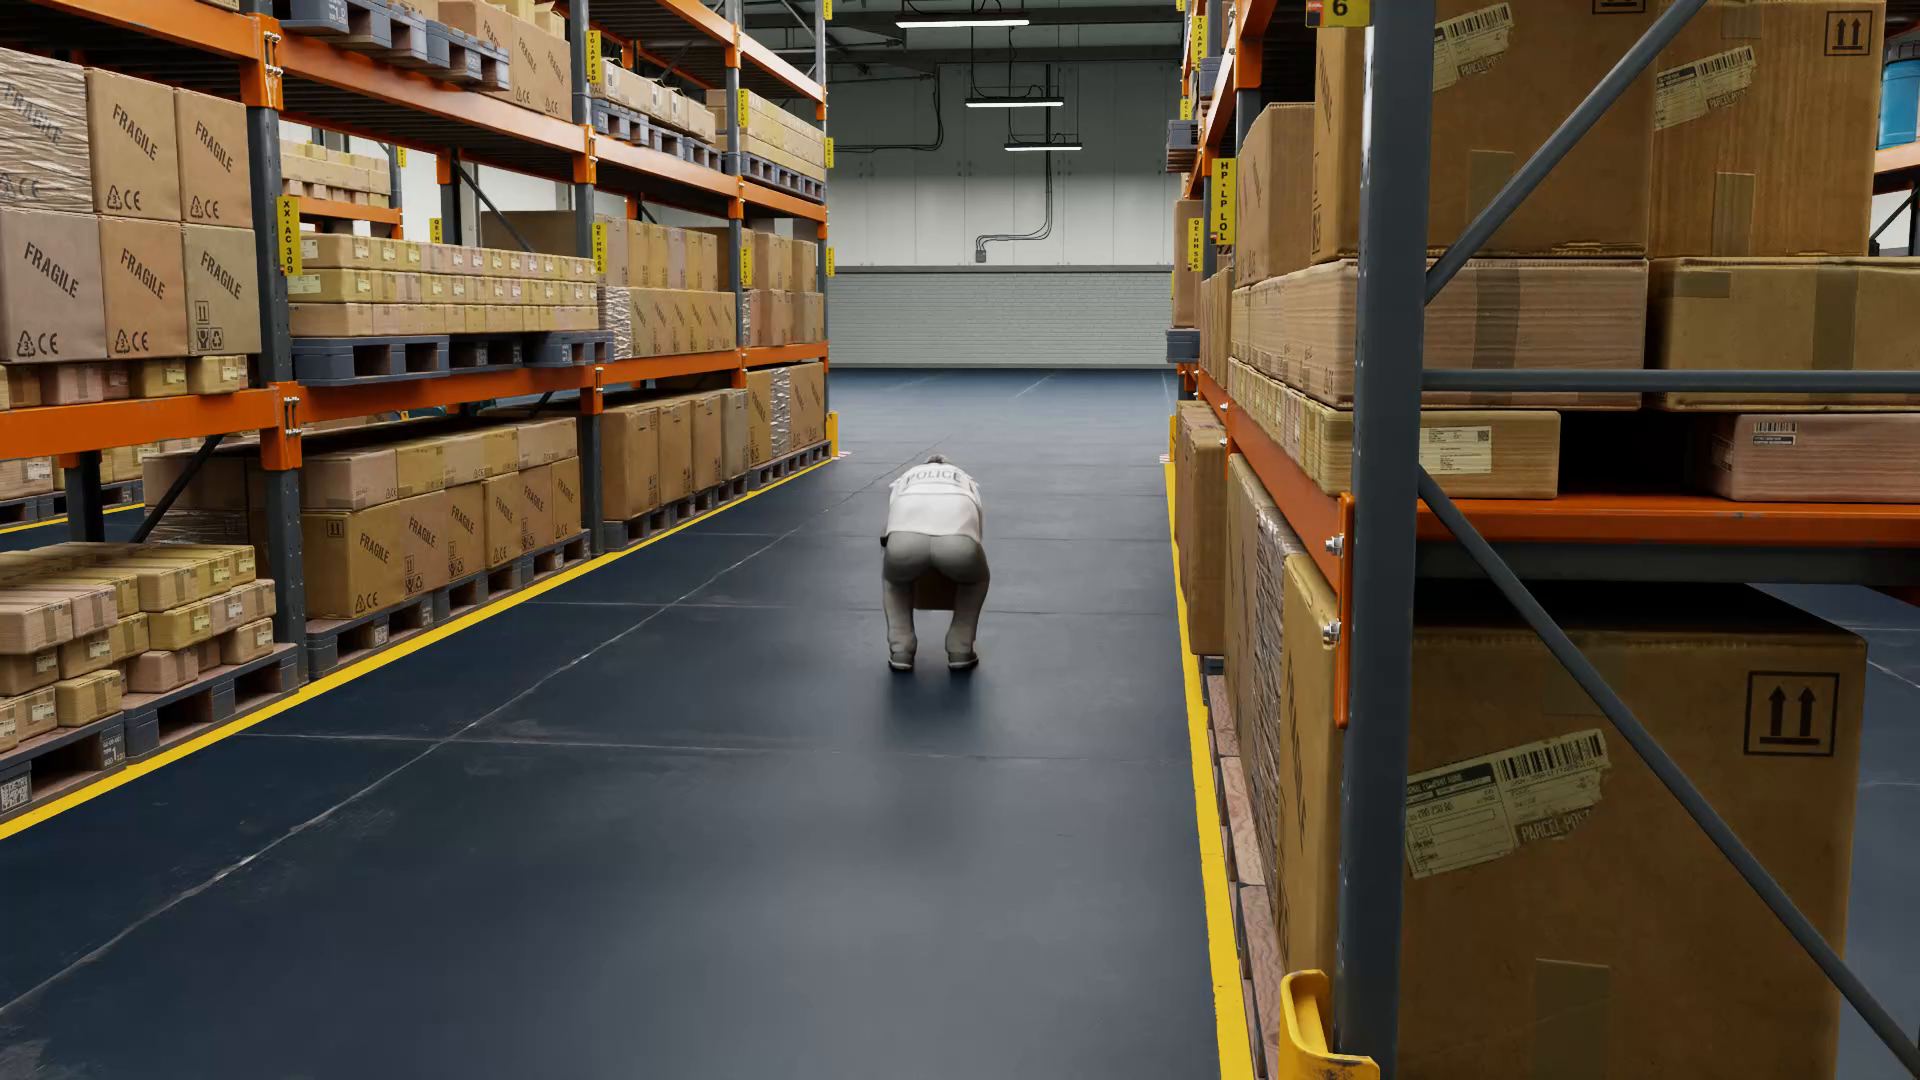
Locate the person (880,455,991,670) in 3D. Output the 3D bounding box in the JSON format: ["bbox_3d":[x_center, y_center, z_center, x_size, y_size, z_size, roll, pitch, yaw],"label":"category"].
[{"bbox_3d":[-0.117,0.104,7.737,0.514,0.944,0.920,1,8,4],"label":"person"}]
